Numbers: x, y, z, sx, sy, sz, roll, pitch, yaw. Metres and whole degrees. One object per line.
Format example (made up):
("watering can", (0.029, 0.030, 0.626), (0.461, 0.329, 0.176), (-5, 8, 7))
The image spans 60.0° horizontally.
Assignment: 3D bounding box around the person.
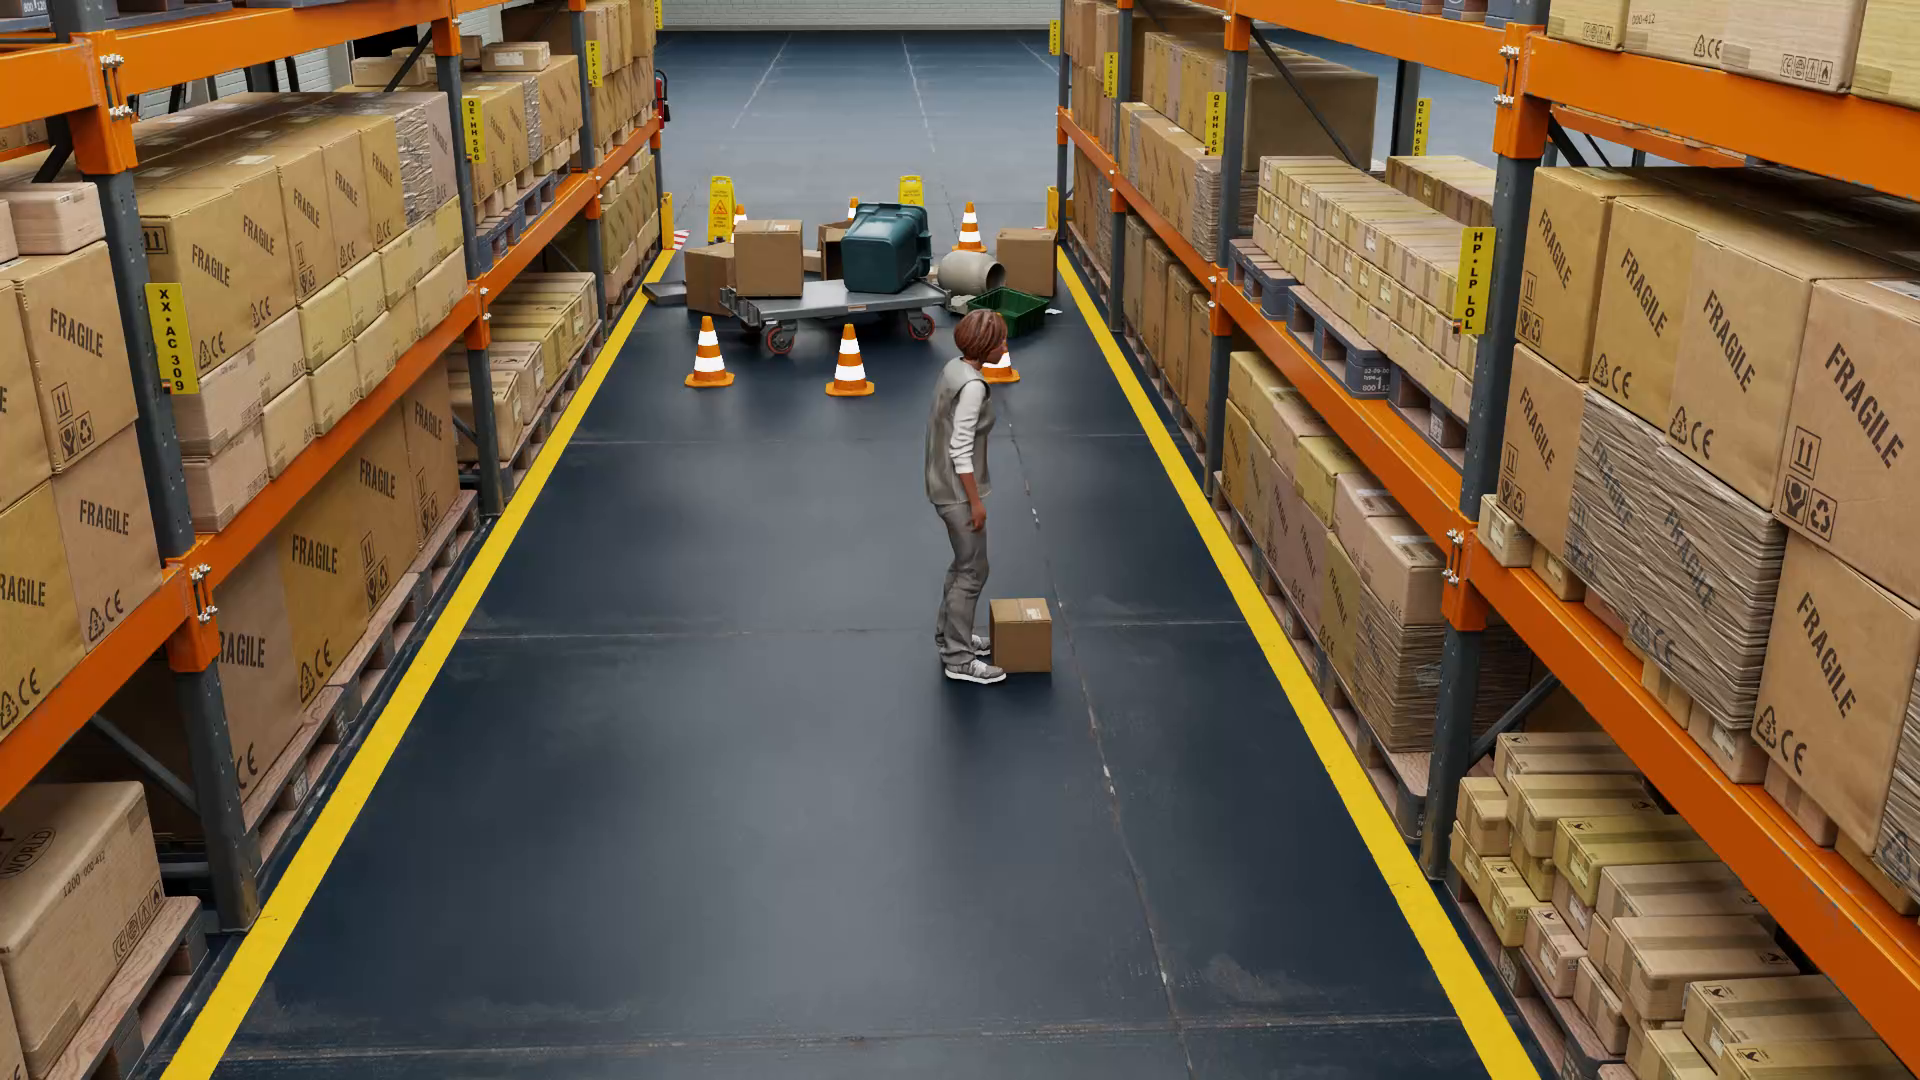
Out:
("person", (0.029, -0.191, 7.116), (0.349, 1.581, 0.466), (-1, 21, -3))
